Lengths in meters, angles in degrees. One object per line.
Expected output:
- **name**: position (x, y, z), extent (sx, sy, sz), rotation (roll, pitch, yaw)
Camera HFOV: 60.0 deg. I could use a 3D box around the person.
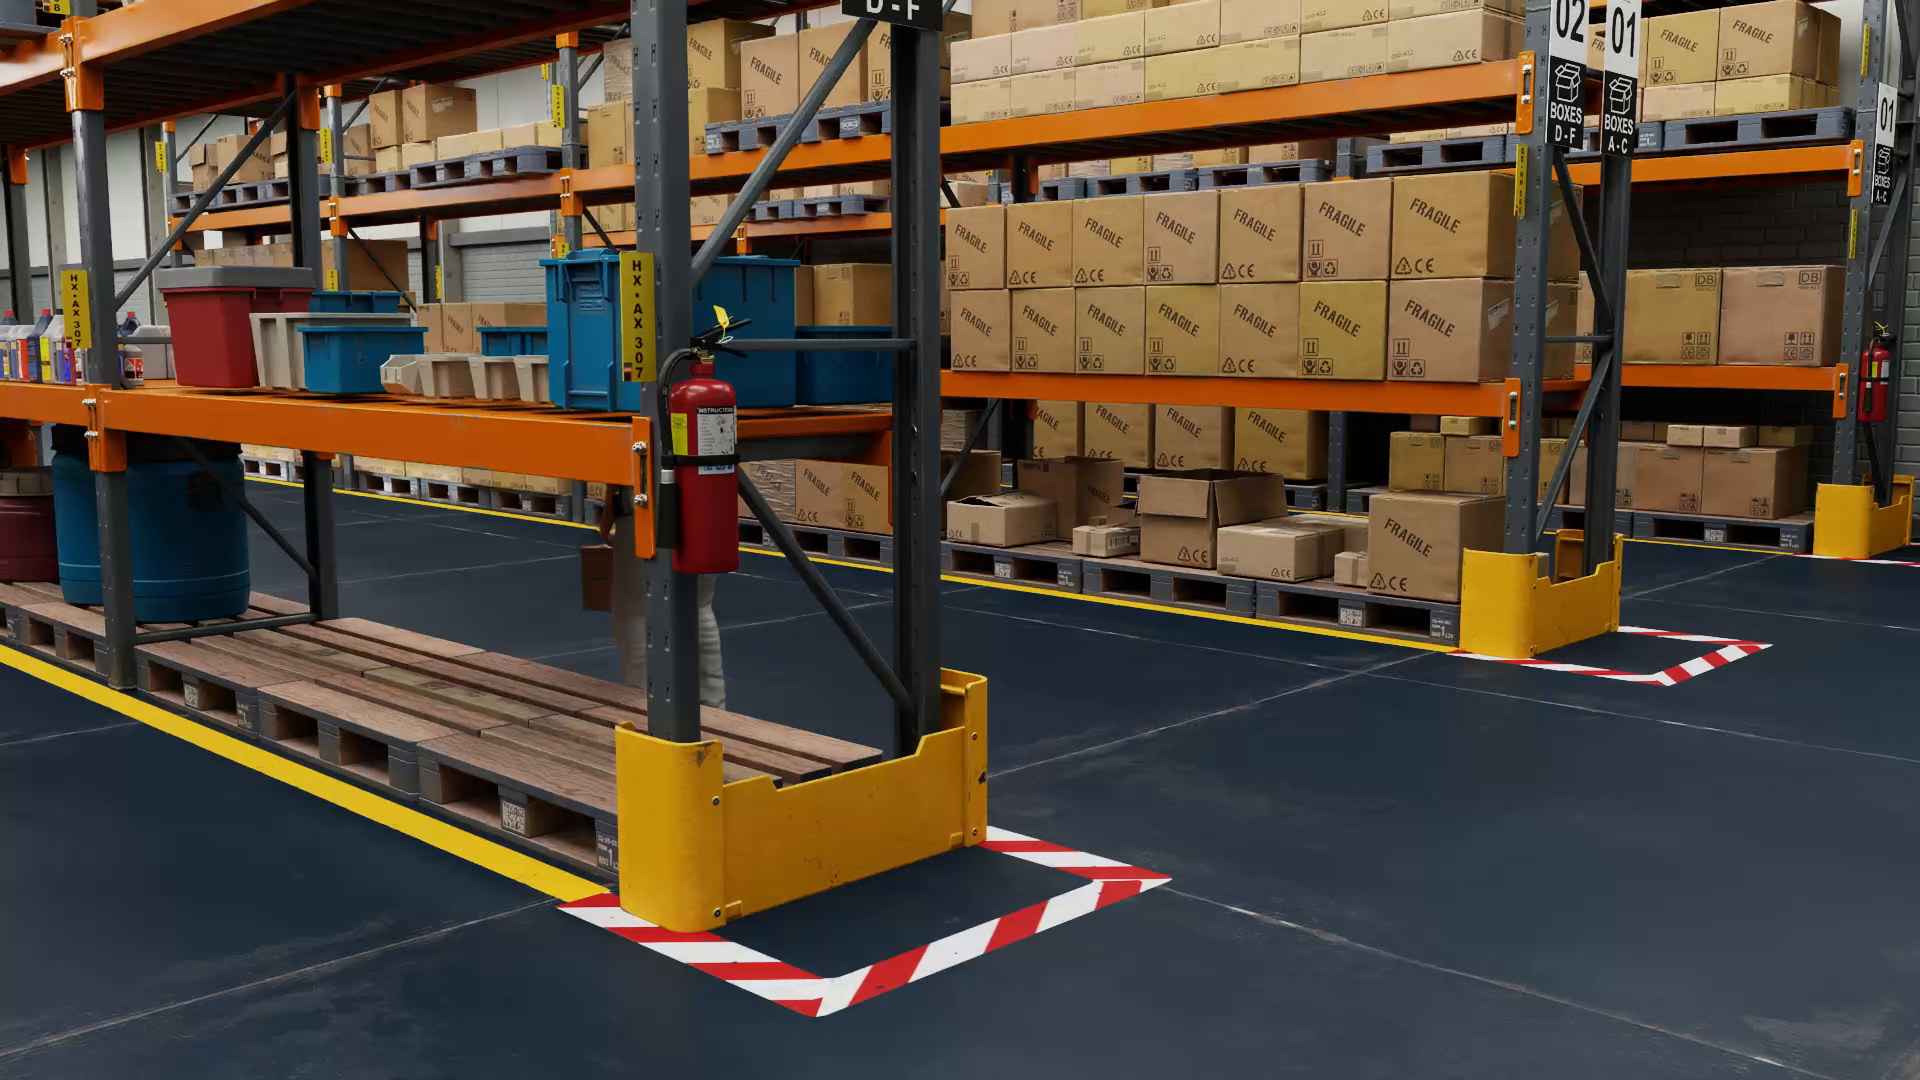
- **person**: position (-1.132, -0.082, 6.371), extent (0.451, 1.671, 0.521), rotation (6, 10, 41)
